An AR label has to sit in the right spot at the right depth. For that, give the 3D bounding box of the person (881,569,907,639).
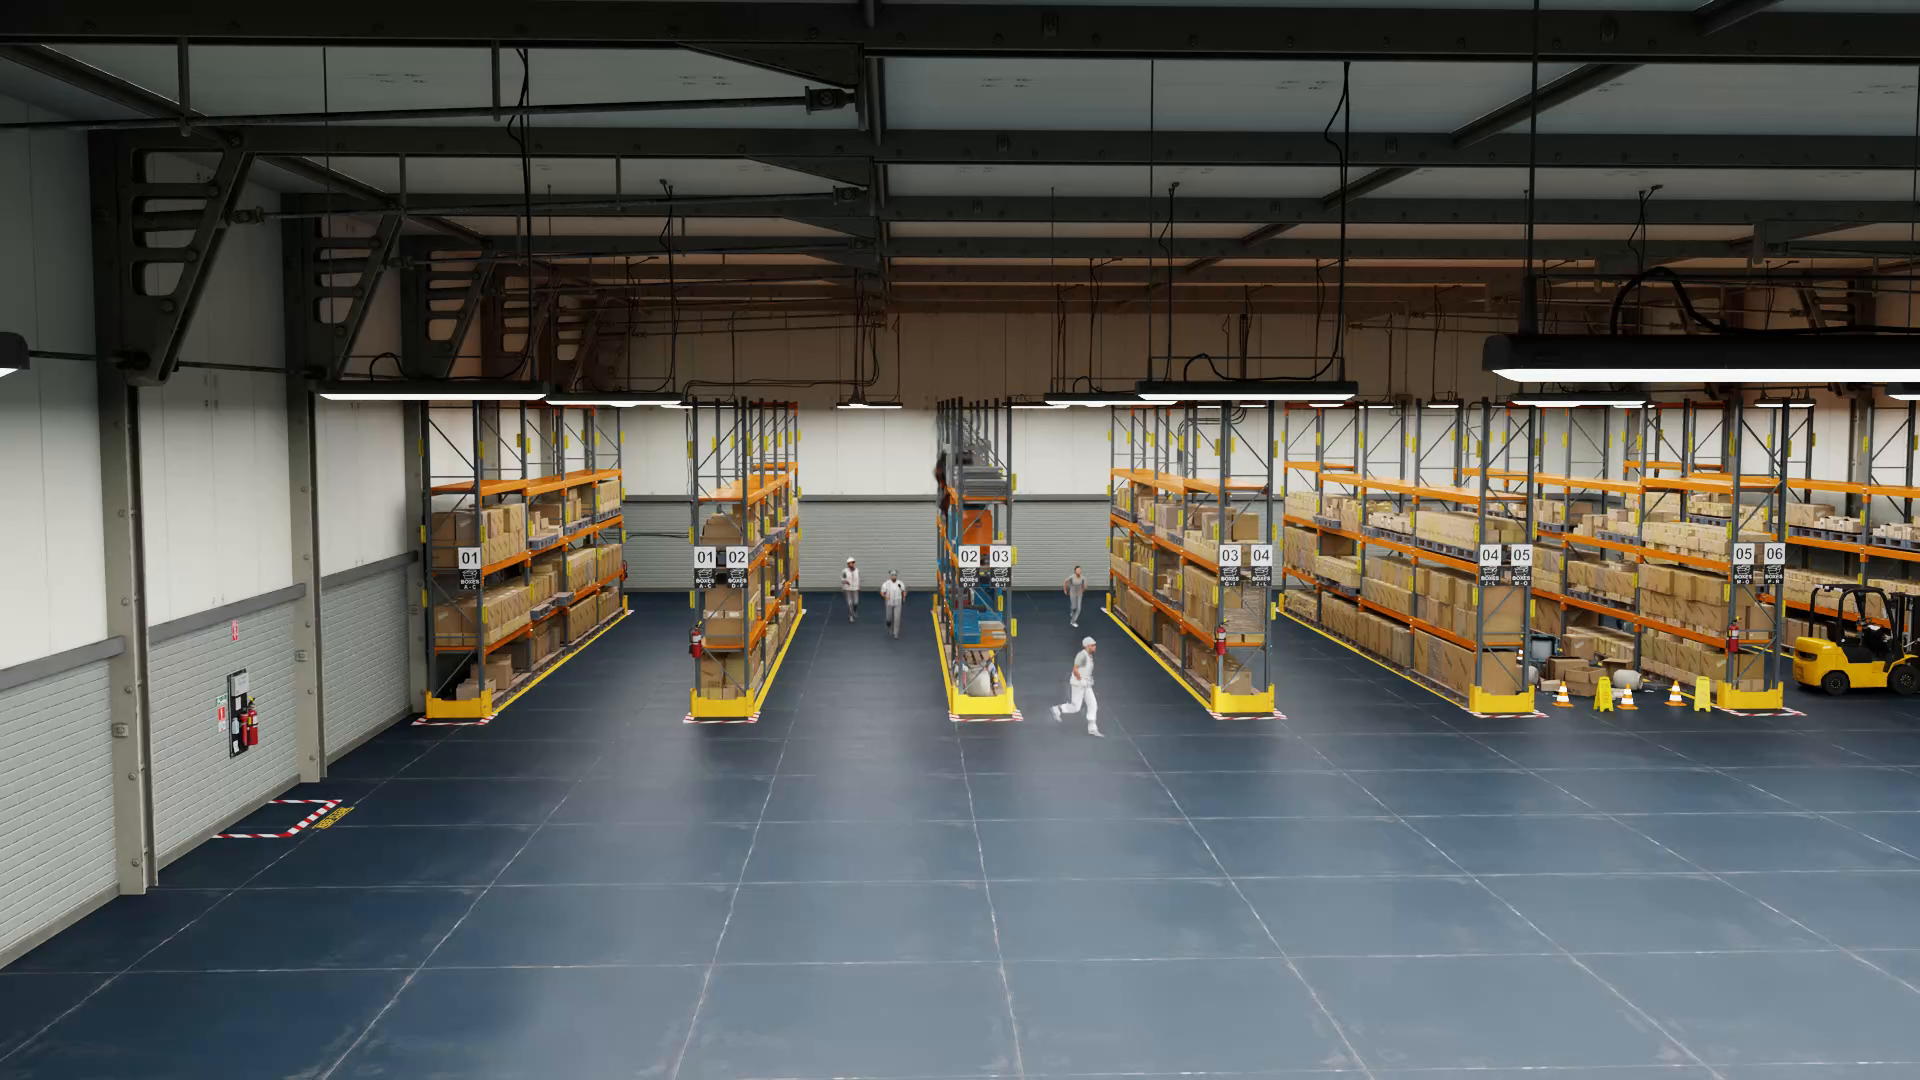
[{"bbox_3d":[-1.668,1.603,42.039,0.674,1.740,0.782,0,4,-6],"label":"person"}]

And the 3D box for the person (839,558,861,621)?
[{"bbox_3d":[-2.960,1.352,45.319,0.640,1.739,0.587,-1,5,-18],"label":"person"}]

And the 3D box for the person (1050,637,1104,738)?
[{"bbox_3d":[2.090,2.591,29.455,1.022,1.770,0.660,2,5,27],"label":"person"}]

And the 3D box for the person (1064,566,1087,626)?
[{"bbox_3d":[3.091,1.502,44.436,0.601,1.618,0.649,-1,4,-8],"label":"person"}]

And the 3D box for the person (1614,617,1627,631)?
[{"bbox_3d":[17.082,1.600,43.287,0.521,1.567,0.540,-1,5,-13],"label":"person"}]
